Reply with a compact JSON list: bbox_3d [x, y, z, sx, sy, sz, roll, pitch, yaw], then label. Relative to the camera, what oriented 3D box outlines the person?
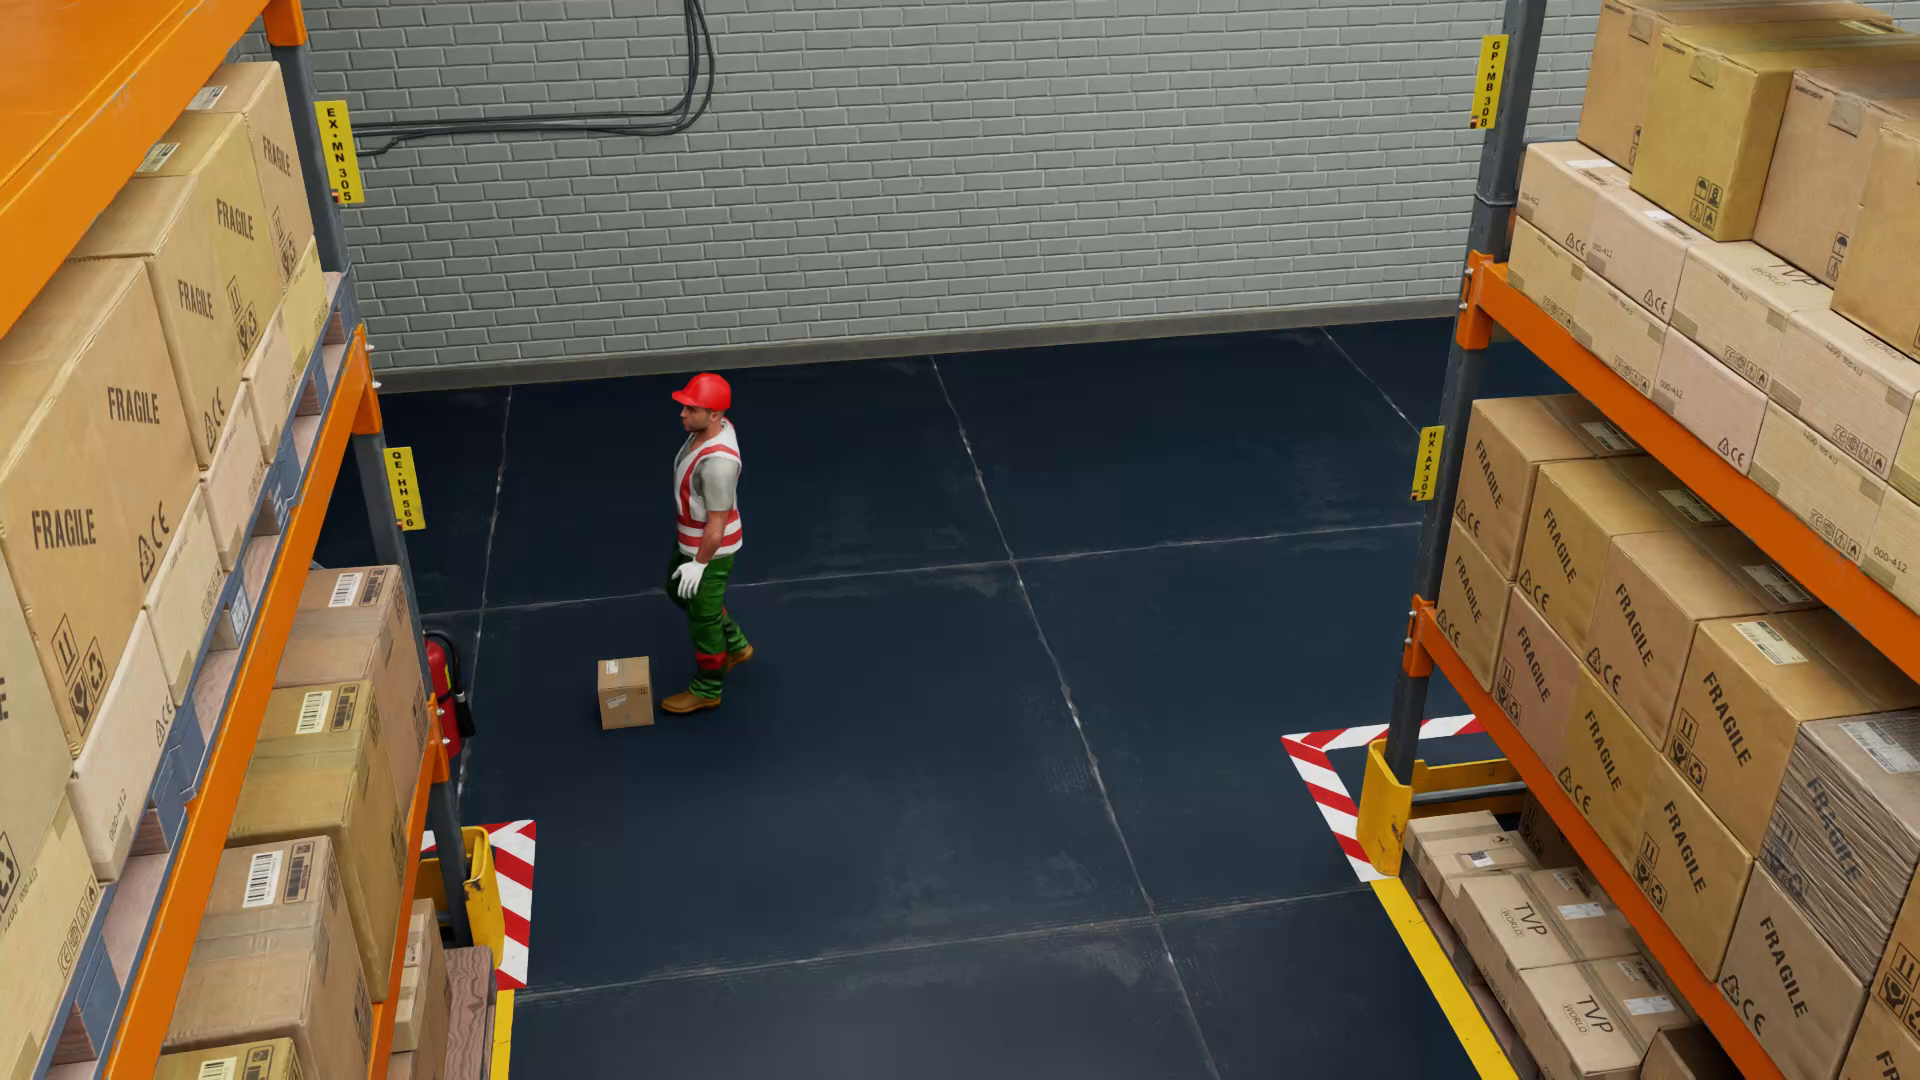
[{"bbox_3d":[-1.276,0.021,8.026,0.496,1.798,0.598,-6,31,-10],"label":"person"}]
